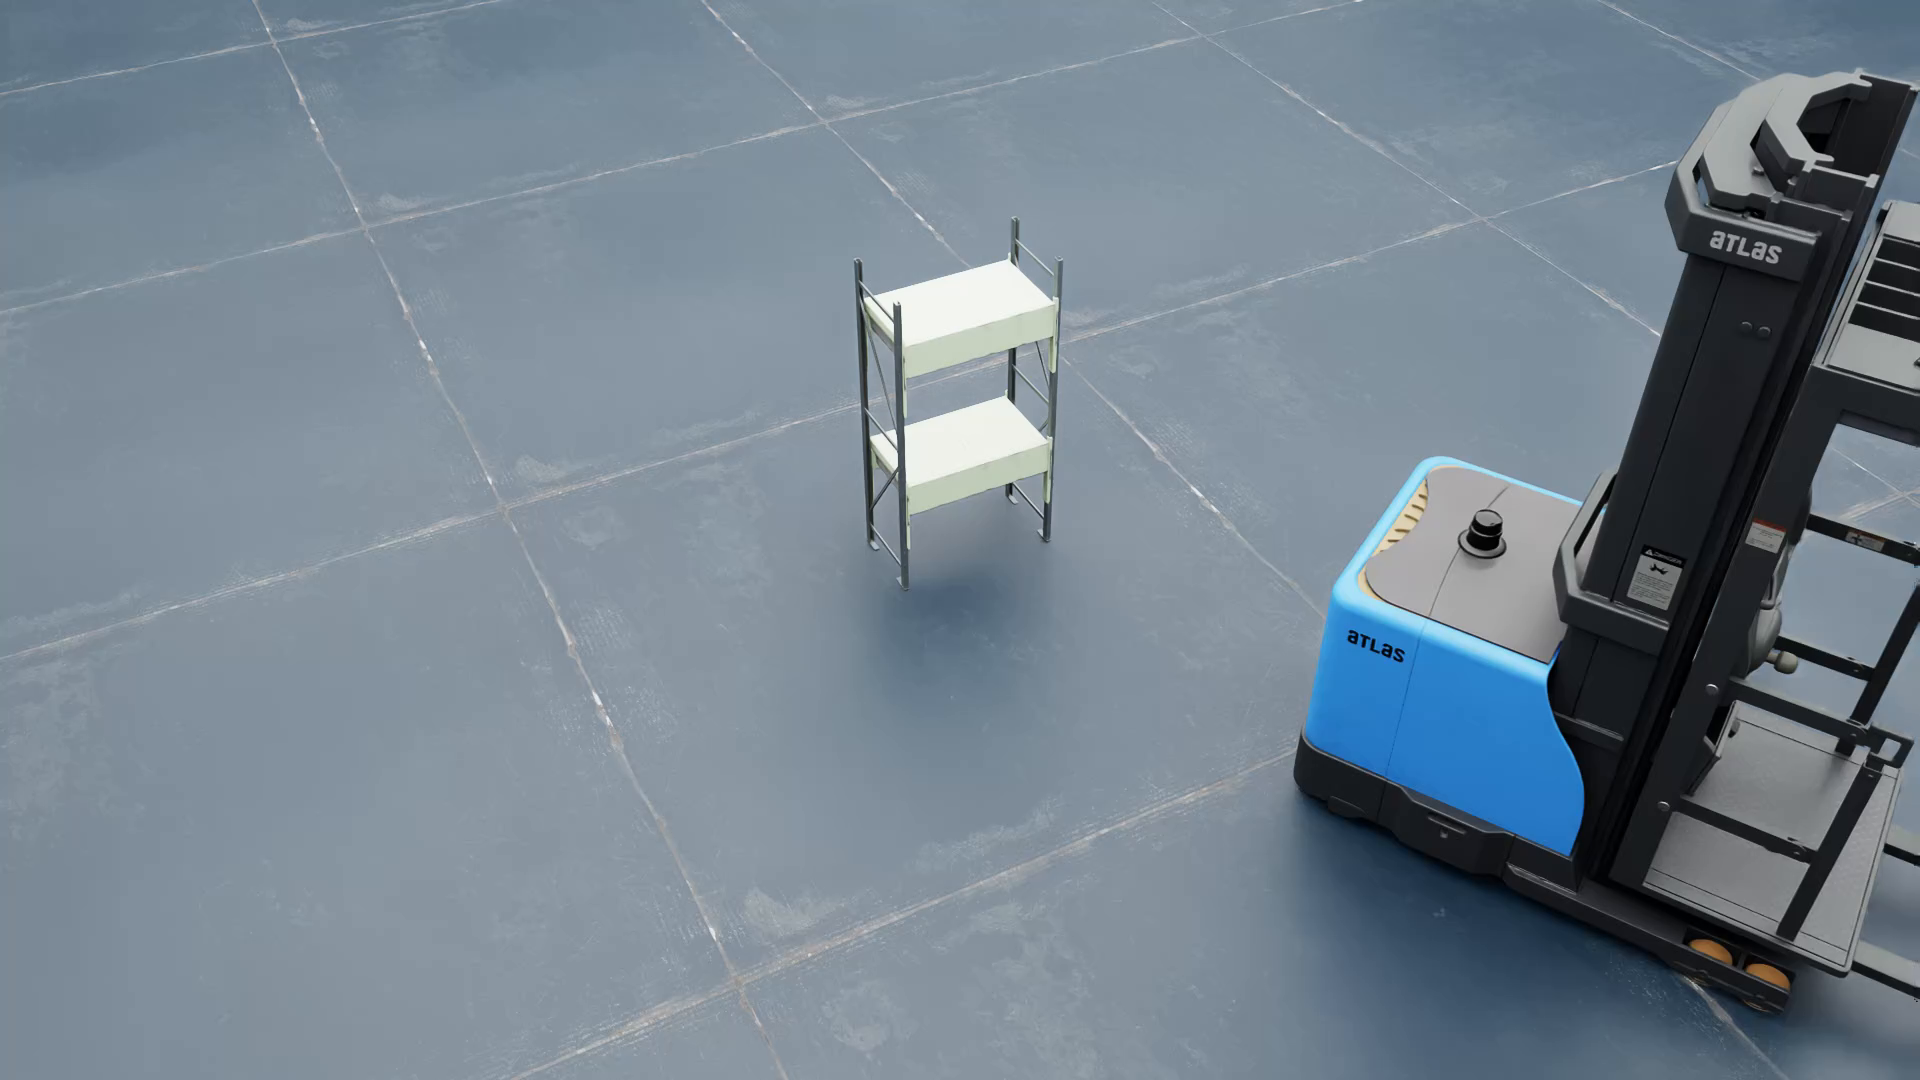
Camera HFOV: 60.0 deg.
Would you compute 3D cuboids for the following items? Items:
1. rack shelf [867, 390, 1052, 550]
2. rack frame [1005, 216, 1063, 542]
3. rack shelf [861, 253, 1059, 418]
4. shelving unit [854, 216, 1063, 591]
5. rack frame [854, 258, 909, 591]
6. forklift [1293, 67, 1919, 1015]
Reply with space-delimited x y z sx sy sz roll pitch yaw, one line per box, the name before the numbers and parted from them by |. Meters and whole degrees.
rack shelf | -0.006 -0.322 7.463 0.720 0.370 0.431 -19 44 -21
rack frame | 0.319 -0.680 7.381 0.023 1.500 0.400 -19 44 -21
rack shelf | -0.006 -0.868 7.000 0.720 0.370 0.431 -19 44 -21
shelving unit | -0.006 -0.570 7.252 0.755 1.500 0.431 -19 44 -21
rack frame | -0.331 -0.461 7.123 0.023 1.500 0.400 -19 44 -21
forklift | 2.827 0.127 5.320 3.031 2.935 1.130 22 45 24
